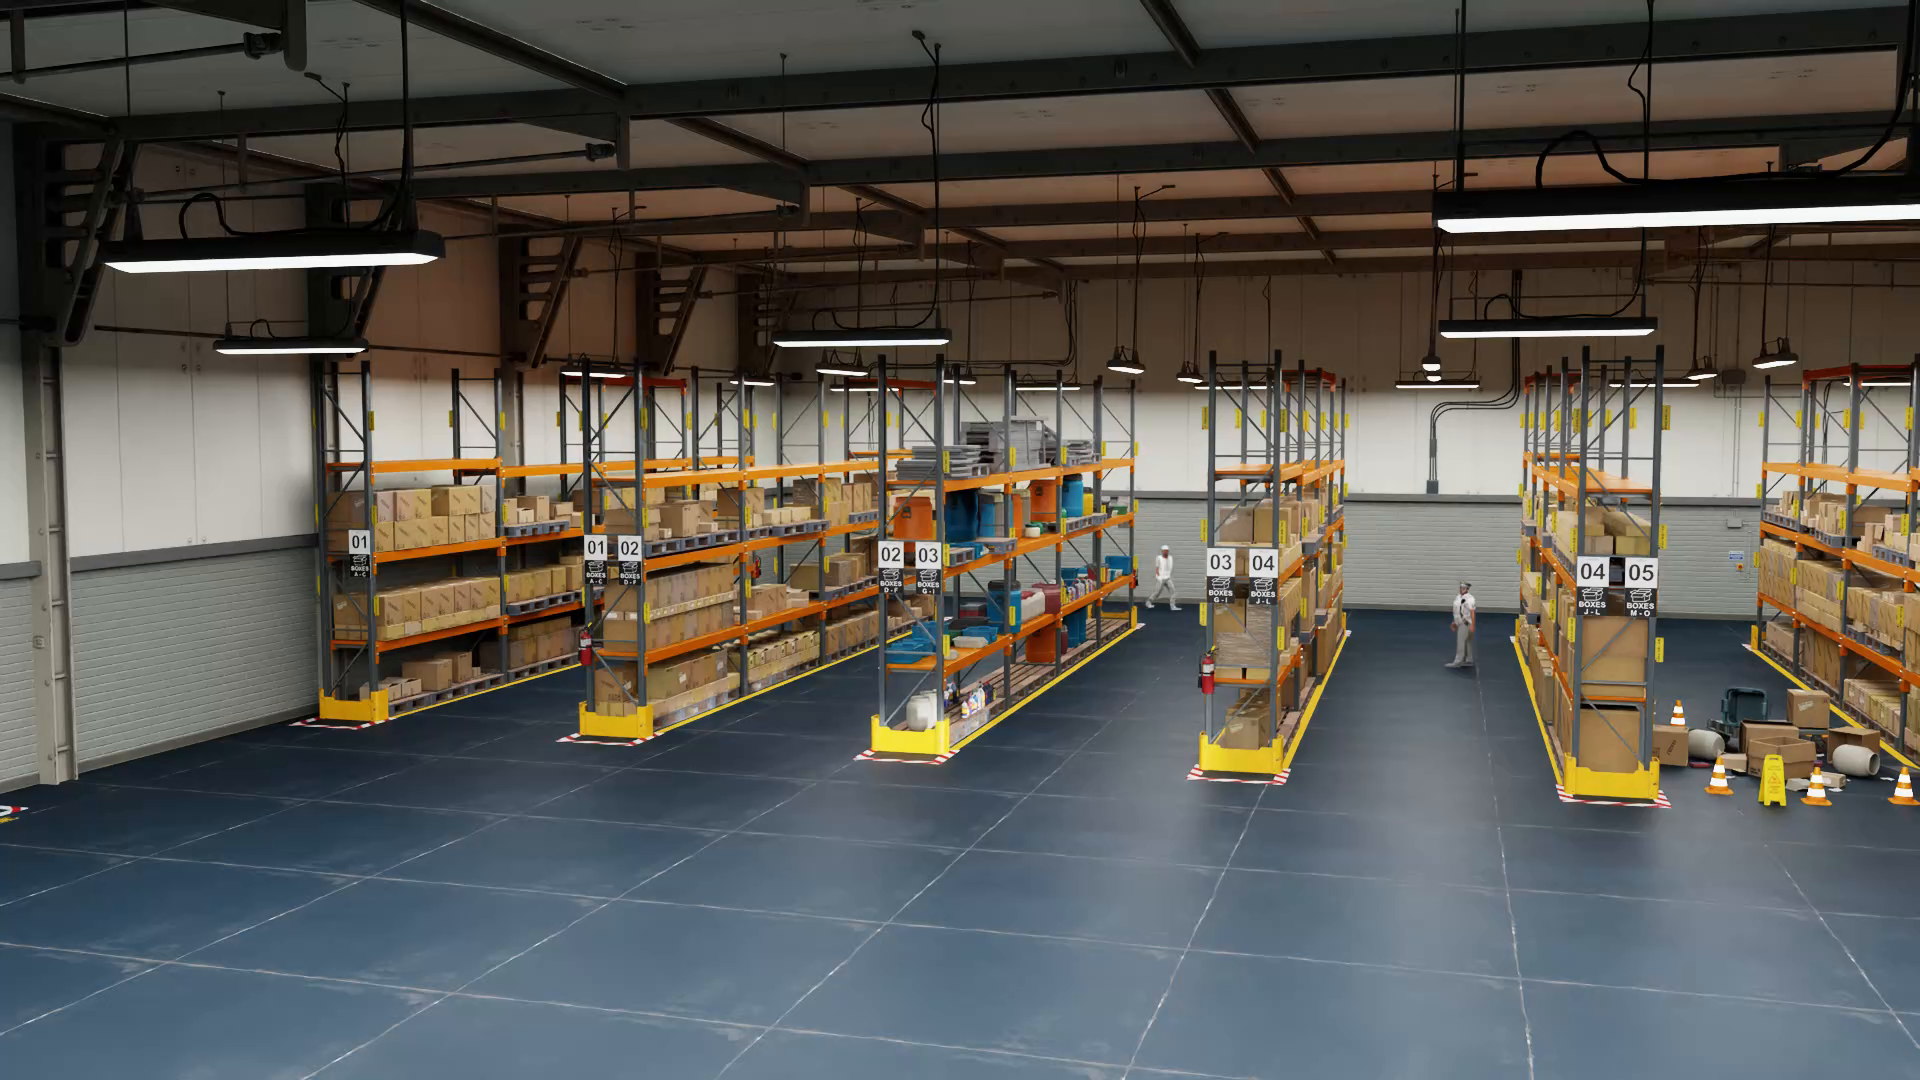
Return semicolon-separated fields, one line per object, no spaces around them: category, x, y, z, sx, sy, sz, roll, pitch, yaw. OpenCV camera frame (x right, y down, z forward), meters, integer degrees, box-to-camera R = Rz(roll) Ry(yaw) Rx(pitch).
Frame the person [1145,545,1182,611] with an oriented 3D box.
person;5.365;1.007;43.874;0.998;1.746;0.653;3;5;33

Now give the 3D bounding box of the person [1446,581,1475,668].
person;10.169;1.702;33.858;0.637;1.757;0.554;0;4;2
